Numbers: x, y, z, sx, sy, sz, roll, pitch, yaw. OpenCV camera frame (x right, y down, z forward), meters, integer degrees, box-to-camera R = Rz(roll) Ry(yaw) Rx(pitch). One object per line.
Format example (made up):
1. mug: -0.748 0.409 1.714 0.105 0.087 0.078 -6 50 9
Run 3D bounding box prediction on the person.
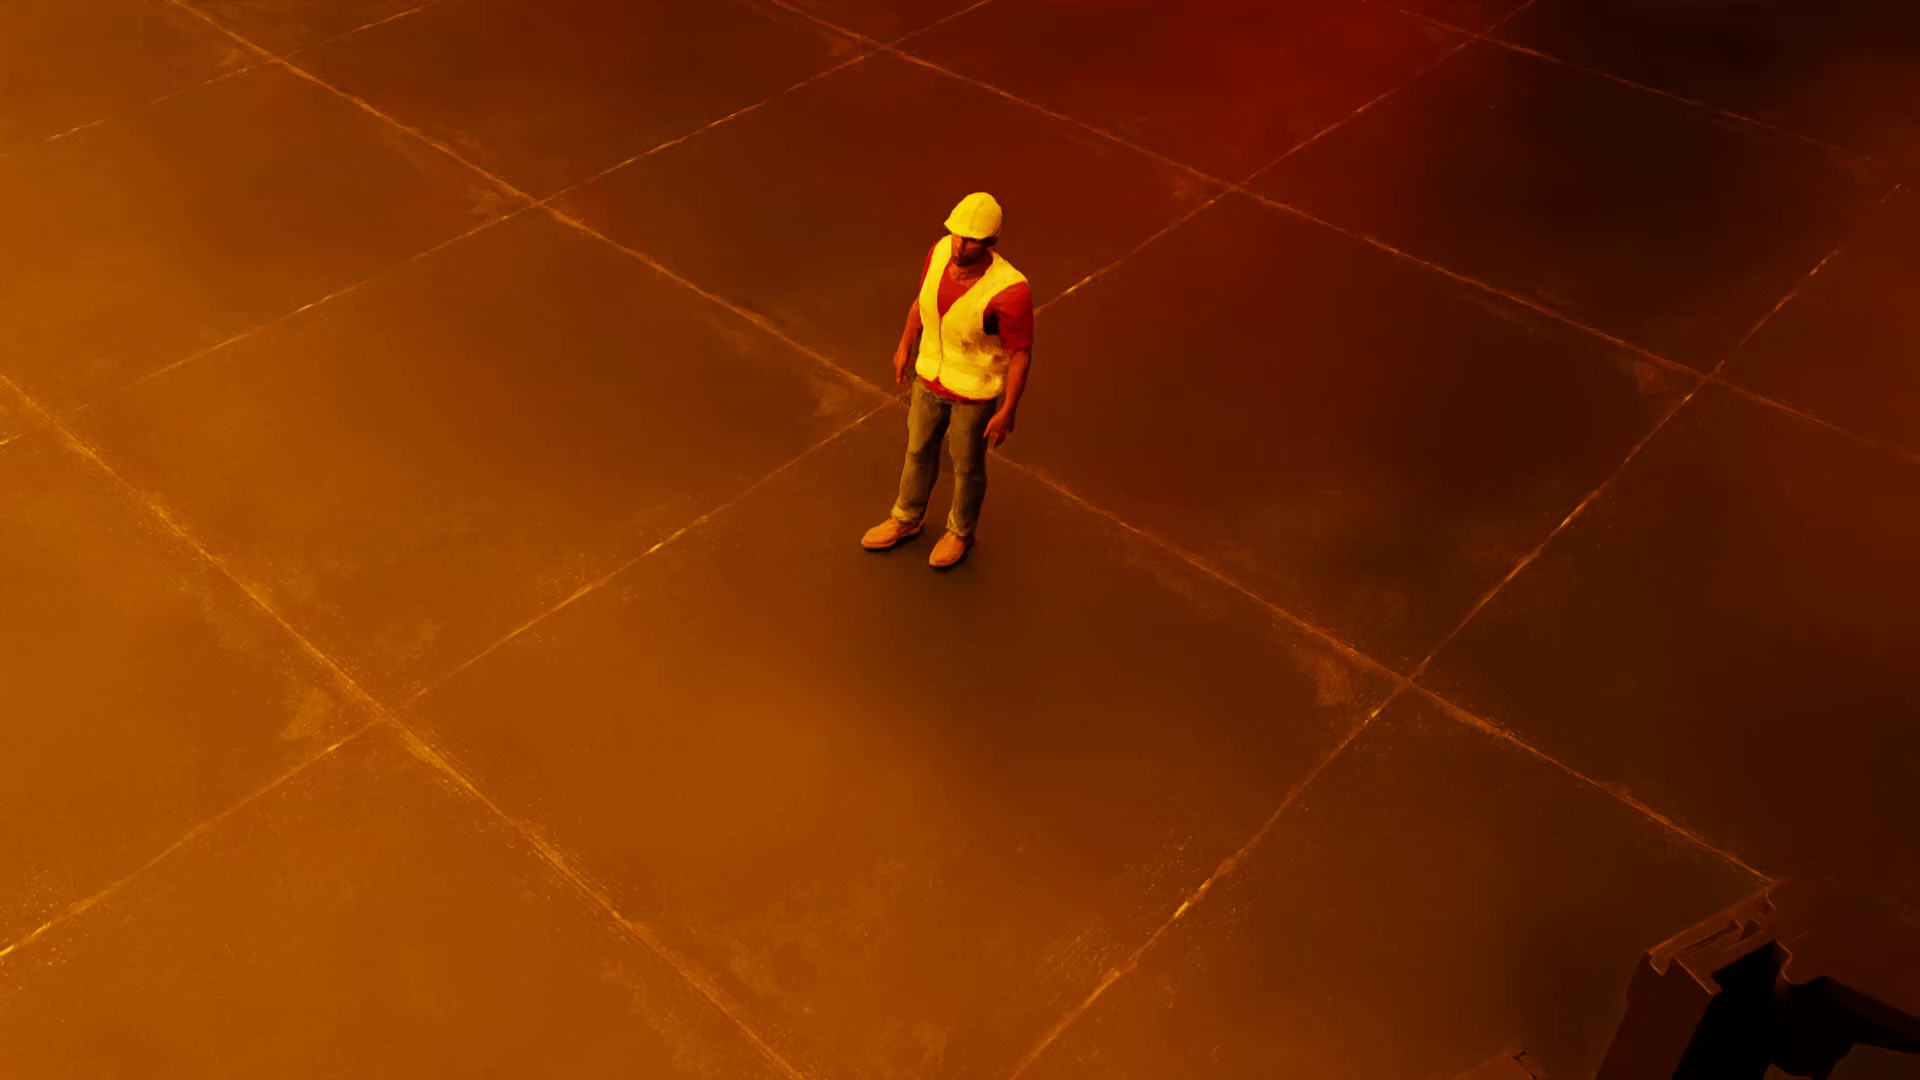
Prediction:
1. person: -0.051 -0.643 7.065 0.665 1.761 0.576 31 49 31
